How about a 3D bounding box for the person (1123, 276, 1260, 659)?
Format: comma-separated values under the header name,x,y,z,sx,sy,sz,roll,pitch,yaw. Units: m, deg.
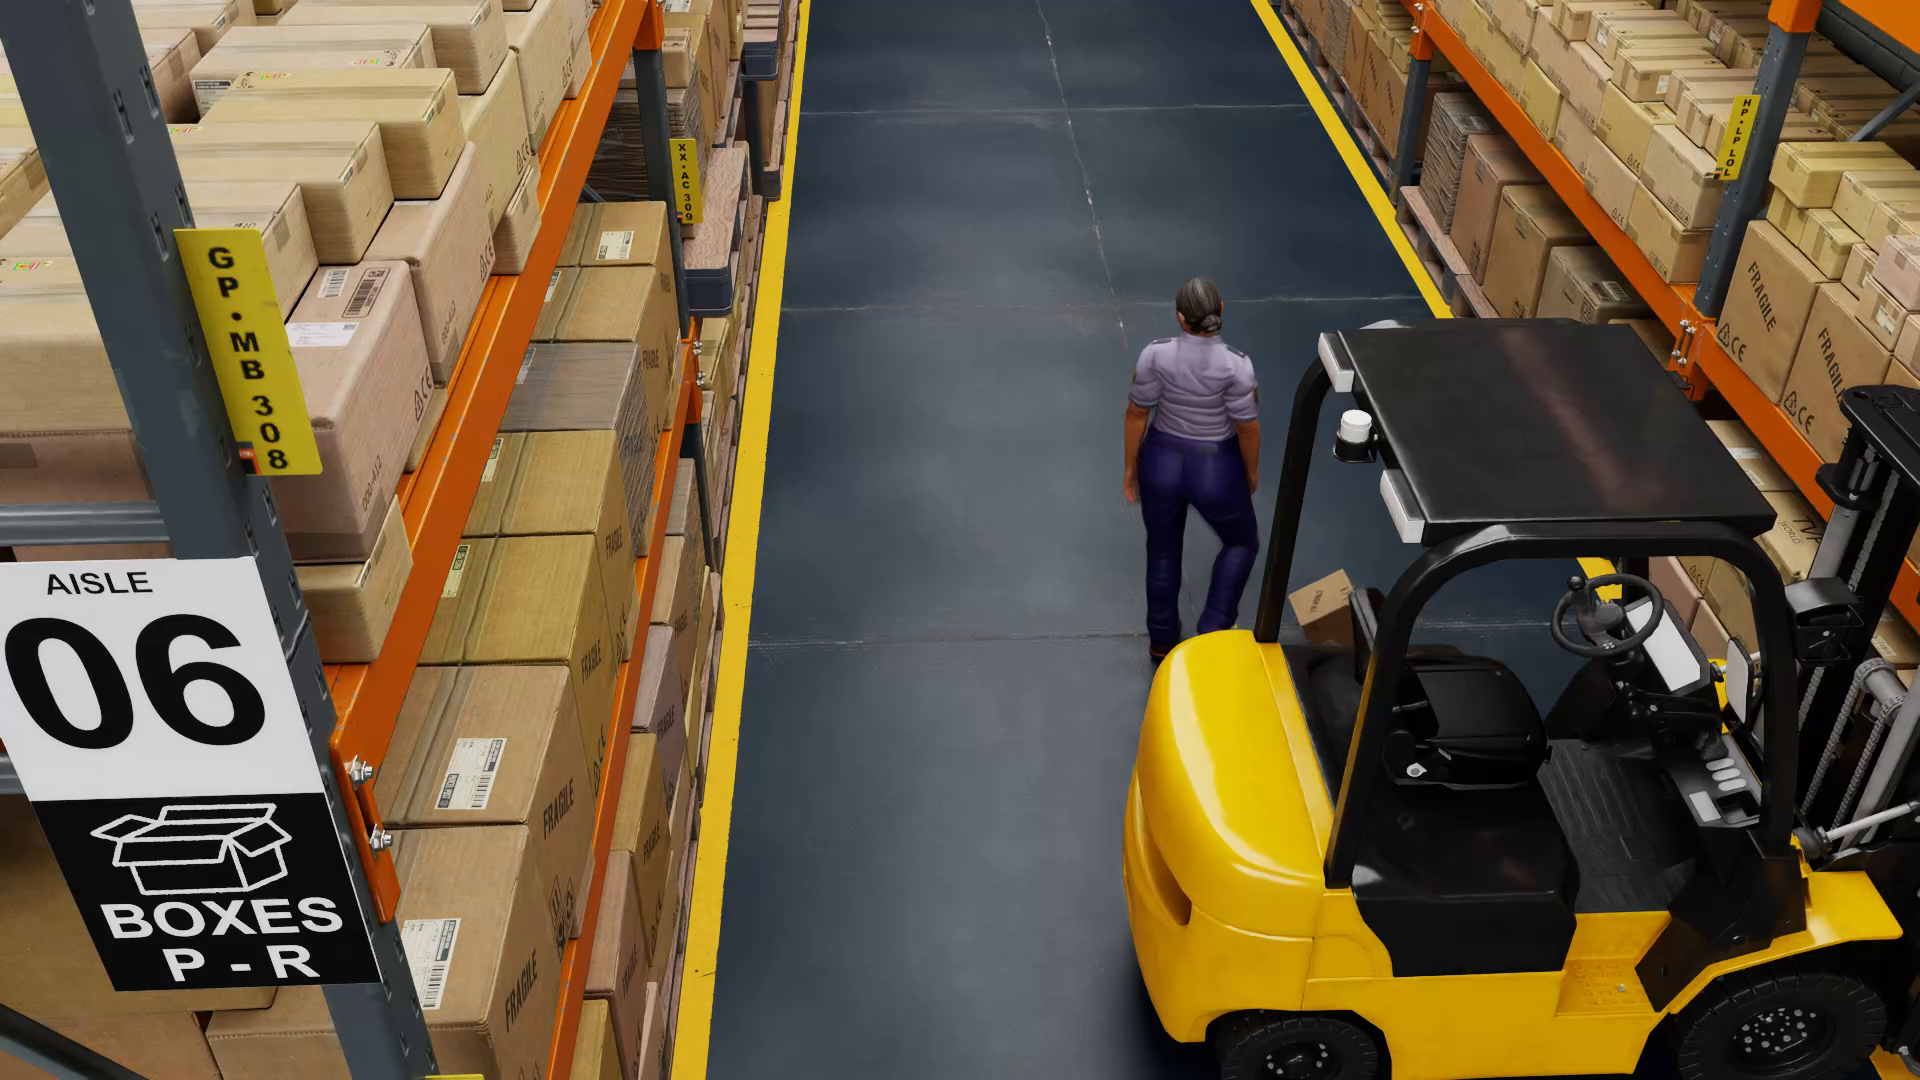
name,x,y,z,sx,sy,sz,roll,pitch,yaw
person,0.947,-0.227,6.450,0.663,1.642,0.461,12,37,16
